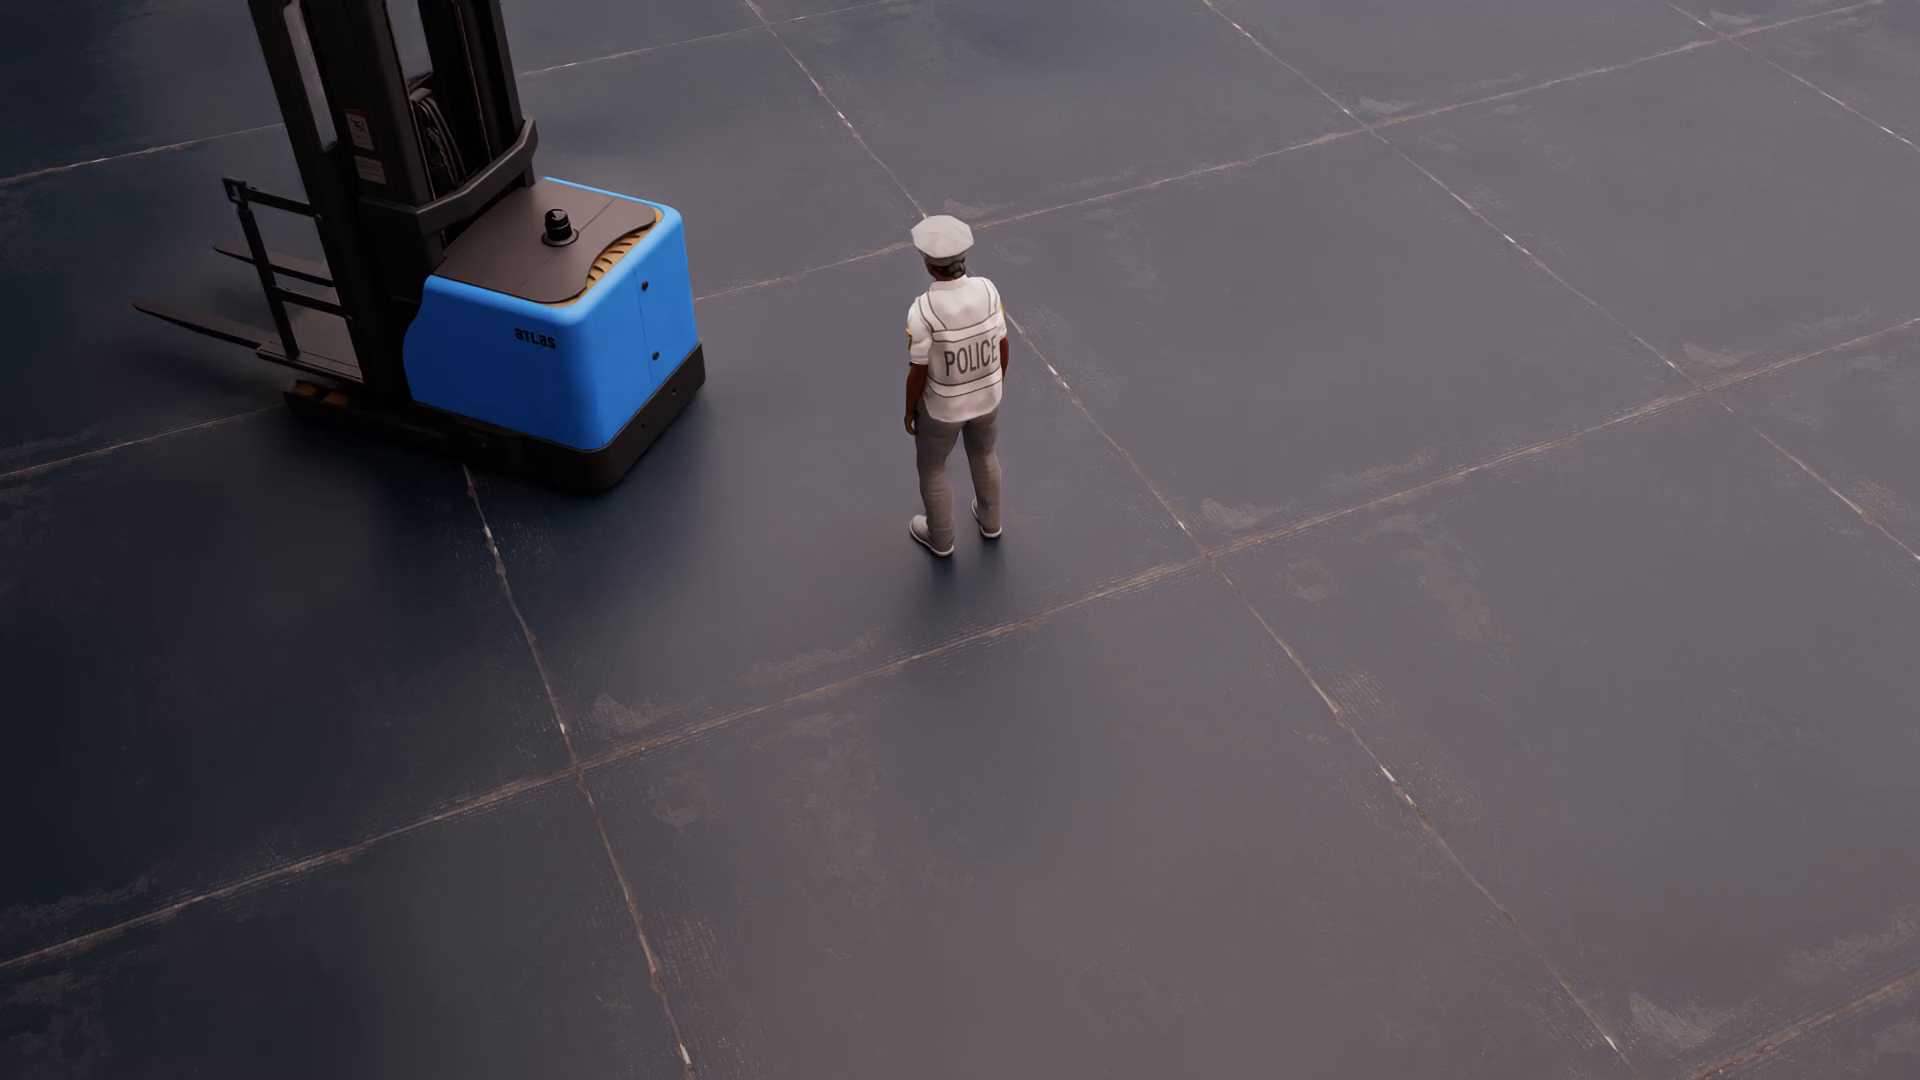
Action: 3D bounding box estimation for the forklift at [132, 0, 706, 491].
[{"bbox_3d":[-2.883,-1.967,7.788,3.031,2.935,1.130,16,45,17],"label":"forklift"}]

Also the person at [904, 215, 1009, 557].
[{"bbox_3d":[-0.015,-0.628,7.288,0.513,1.657,0.393,-19,46,-19],"label":"person"}]
